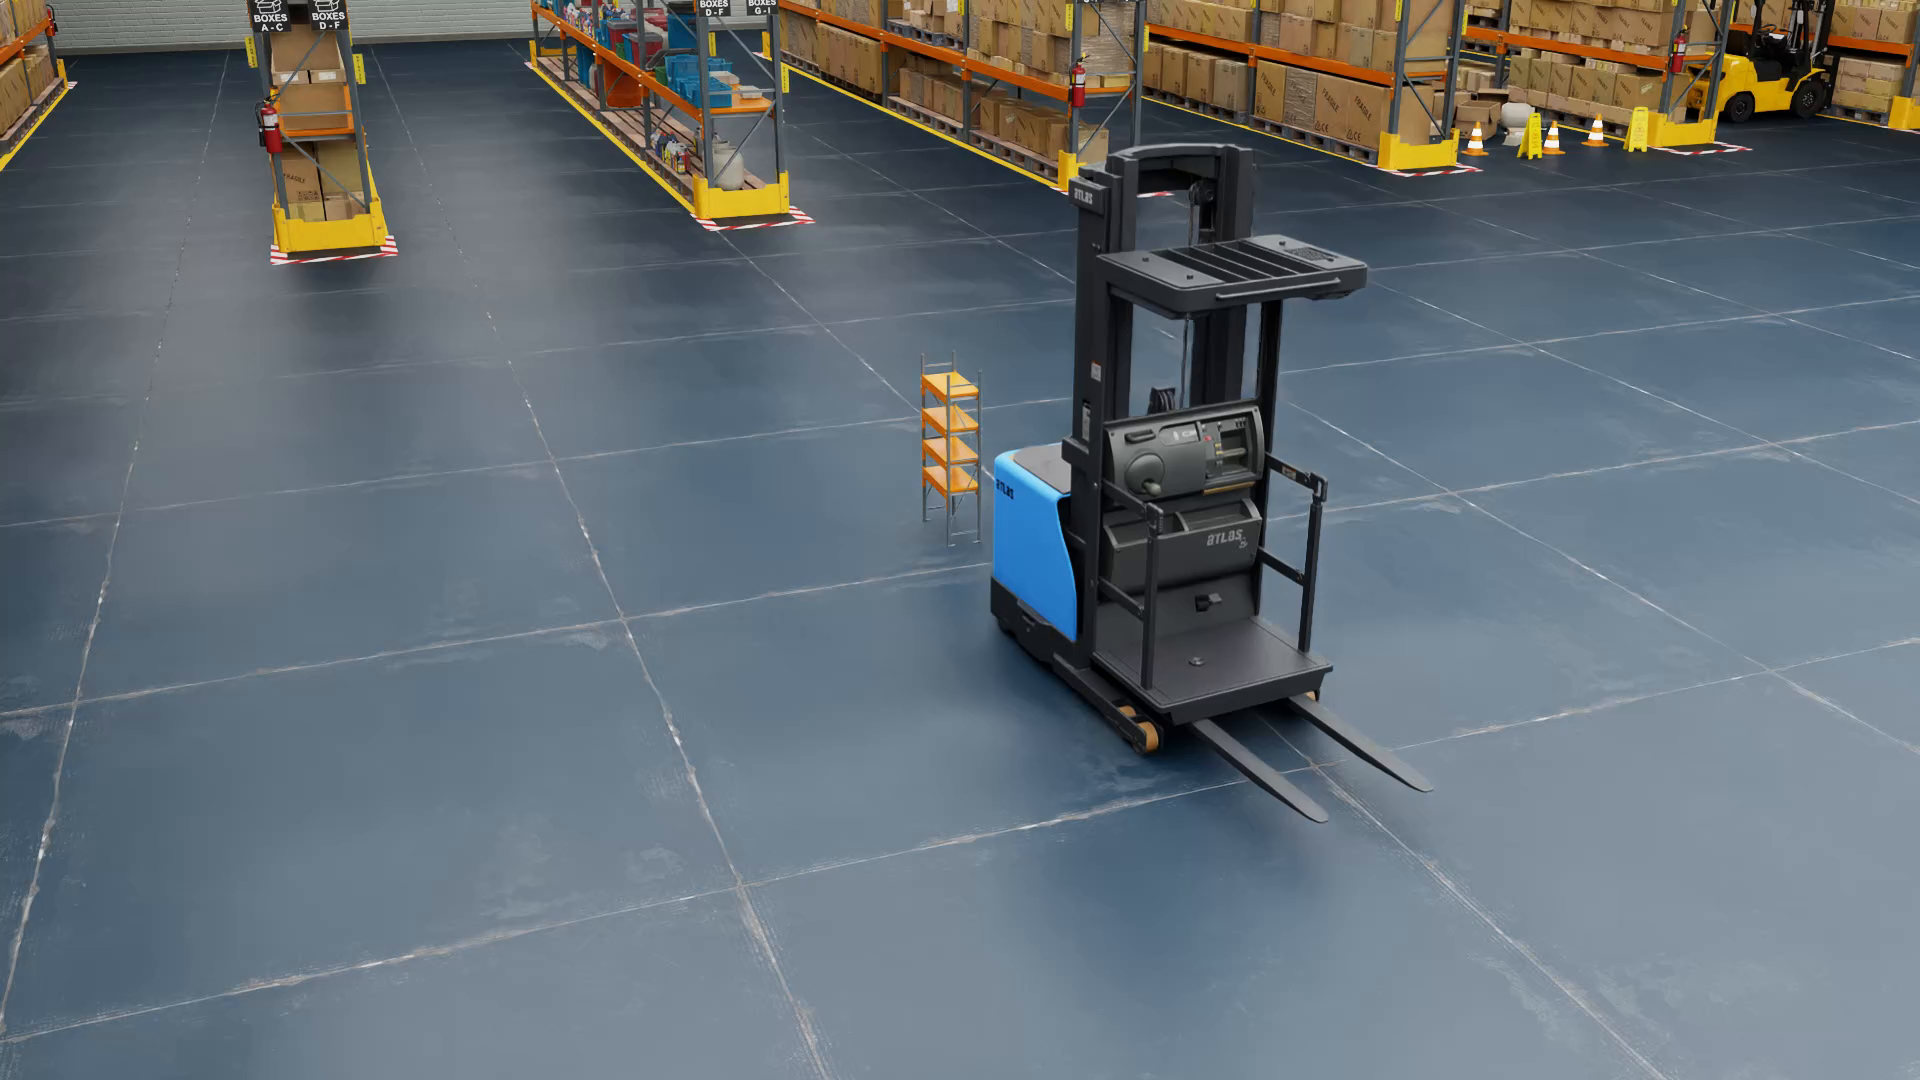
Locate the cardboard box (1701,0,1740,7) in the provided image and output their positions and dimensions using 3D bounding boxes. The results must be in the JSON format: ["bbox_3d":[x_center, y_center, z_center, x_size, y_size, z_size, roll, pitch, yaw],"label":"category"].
[{"bbox_3d":[14.035,-9.981,30.619,0.500,0.250,0.500,-9,24,-20],"label":"cardboard box"}]

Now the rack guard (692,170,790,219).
[{"bbox_3d":[-2.757,-4.371,20.977,1.175,0.500,0.348,-8,24,-19],"label":"rack guard"}]

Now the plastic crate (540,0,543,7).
[{"bbox_3d":[-8.094,-10.652,32.800,0.416,0.233,0.300,-8,24,-19],"label":"plastic crate"}]

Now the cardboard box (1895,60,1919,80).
[{"bbox_3d":[15.868,-7.811,27.632,0.500,0.250,0.500,-9,24,-20],"label":"cardboard box"}]

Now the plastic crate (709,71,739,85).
[{"bbox_3d":[-3.289,-6.278,22.623,0.530,0.136,0.437,-8,24,-19],"label":"plastic crate"}]

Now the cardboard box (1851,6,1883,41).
[{"bbox_3d":[15.266,-8.602,27.668,0.500,0.500,0.500,-8,24,-17],"label":"cardboard box"}]

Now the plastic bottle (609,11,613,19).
[{"bbox_3d":[-6.158,-9.231,29.454,0.097,0.271,0.097,0,23,0],"label":"plastic bottle"}]

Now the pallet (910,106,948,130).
[{"bbox_3d":[-0.177,-7.076,27.767,1.003,0.211,1.213,-8,24,-19],"label":"pallet"}]

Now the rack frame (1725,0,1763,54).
[{"bbox_3d":[14.447,-9.677,30.347,1.000,3.000,0.127,-8,24,-19],"label":"rack frame"}]

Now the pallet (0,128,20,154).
[{"bbox_3d":[-14.989,-6.061,25.358,1.003,0.211,1.213,-8,24,-19],"label":"pallet"}]

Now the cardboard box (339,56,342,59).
[{"bbox_3d":[-7.625,-5.715,19.984,0.380,0.149,0.250,-9,25,-21],"label":"cardboard box"}]

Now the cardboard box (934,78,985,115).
[{"bbox_3d":[-0.012,-7.291,27.337,0.700,0.500,0.500,-11,25,-24],"label":"cardboard box"}]

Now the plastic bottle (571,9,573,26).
[{"bbox_3d":[-6.882,-9.293,29.588,0.061,0.283,0.133,-8,24,-19],"label":"plastic bottle"}]

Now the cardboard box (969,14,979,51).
[{"bbox_3d":[0.635,-7.646,25.016,0.875,0.500,0.500,-8,24,-19],"label":"cardboard box"}]

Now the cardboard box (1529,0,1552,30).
[{"bbox_3d":[9.899,-8.800,27.755,0.500,0.500,0.500,-8,24,-19],"label":"cardboard box"}]

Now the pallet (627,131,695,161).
[{"bbox_3d":[-4.413,-5.950,25.095,1.003,0.211,1.213,-8,24,-19],"label":"pallet"}]

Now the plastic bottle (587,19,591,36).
[{"bbox_3d":[-6.229,-8.637,28.044,0.097,0.271,0.097,0,23,0],"label":"plastic bottle"}]

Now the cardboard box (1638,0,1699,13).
[{"bbox_3d":[10.833,-8.340,25.377,0.700,0.500,0.500,-9,24,-20],"label":"cardboard box"}]

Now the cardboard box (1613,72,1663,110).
[{"bbox_3d":[10.691,-7.068,26.192,0.500,0.500,0.500,-8,24,-19],"label":"cardboard box"}]

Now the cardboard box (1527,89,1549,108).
[{"bbox_3d":[9.960,-7.477,28.127,0.500,0.250,0.500,-7,24,-16],"label":"cardboard box"}]

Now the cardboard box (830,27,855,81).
[{"bbox_3d":[-1.731,-9.201,31.414,1.225,0.875,0.875,-9,25,-21],"label":"cardboard box"}]

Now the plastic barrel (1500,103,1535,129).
[{"bbox_3d":[9.072,-6.896,27.067,0.512,0.421,0.421,8,24,18],"label":"plastic barrel"}]

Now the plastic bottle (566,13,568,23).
[{"bbox_3d":[-7.090,-9.491,30.161,0.097,0.201,0.097,0,23,0],"label":"plastic bottle"}]

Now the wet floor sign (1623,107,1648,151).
[{"bbox_3d":[10.284,-6.240,25.224,0.267,0.644,0.232,0,23,-1],"label":"wet floor sign"}]

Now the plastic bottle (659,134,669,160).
[{"bbox_3d":[-4.136,-5.518,23.325,0.144,0.351,0.185,-9,25,-21],"label":"plastic bottle"}]

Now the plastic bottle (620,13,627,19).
[{"bbox_3d":[-5.853,-9.057,29.035,0.152,0.276,0.135,-8,24,-19],"label":"plastic bottle"}]

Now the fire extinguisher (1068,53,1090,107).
[{"bbox_3d":[1.556,-6.041,21.819,0.296,0.674,0.183,-8,24,-19],"label":"fire extinguisher"}]

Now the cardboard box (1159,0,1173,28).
[{"bbox_3d":[3.885,-9.393,29.546,0.500,0.500,0.500,-9,24,-19],"label":"cardboard box"}]

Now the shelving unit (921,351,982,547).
[{"bbox_3d":[-0.058,-0.613,11.160,0.258,1.200,0.503,-8,24,-19],"label":"shelving unit"}]

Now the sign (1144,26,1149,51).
[{"bbox_3d":[2.455,-6.655,22.062,0.100,0.325,0.005,-8,24,-19],"label":"sign"}]

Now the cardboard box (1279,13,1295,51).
[{"bbox_3d":[5.567,-8.018,26.219,0.875,0.550,0.550,-8,24,-19],"label":"cardboard box"}]

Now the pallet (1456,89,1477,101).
[{"bbox_3d":[9.529,-7.992,29.940,1.003,0.211,1.213,-8,24,-19],"label":"pallet"}]

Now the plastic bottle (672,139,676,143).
[{"bbox_3d":[-4.038,-5.514,23.417,0.097,0.271,0.097,0,23,0],"label":"plastic bottle"}]

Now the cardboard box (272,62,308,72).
[{"bbox_3d":[-7.906,-5.560,19.617,0.380,0.149,0.250,-8,24,-18],"label":"cardboard box"}]

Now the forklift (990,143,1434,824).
[{"bbox_3d":[1.282,-0.436,8.511,1.130,2.935,3.031,-11,25,-24],"label":"forklift"}]

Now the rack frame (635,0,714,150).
[{"bbox_3d":[-4.100,-6.955,23.889,1.000,3.000,0.127,-8,24,-19],"label":"rack frame"}]

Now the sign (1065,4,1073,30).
[{"bbox_3d":[1.421,-6.791,21.603,0.100,0.325,0.005,-8,24,-19],"label":"sign"}]

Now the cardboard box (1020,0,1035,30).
[{"bbox_3d":[1.165,-7.354,23.037,0.500,0.500,0.500,-8,24,-19],"label":"cardboard box"}]

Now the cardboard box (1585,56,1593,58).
[{"bbox_3d":[13.242,-10.001,33.632,0.875,0.625,0.625,-8,24,-17],"label":"cardboard box"}]

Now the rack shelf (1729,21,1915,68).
[{"bbox_3d":[15.154,-8.618,28.762,1.077,0.370,4.000,-8,24,-19],"label":"rack shelf"}]

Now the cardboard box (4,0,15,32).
[{"bbox_3d":[-15.795,-8.562,27.164,0.500,0.500,0.500,-9,24,-20],"label":"cardboard box"}]

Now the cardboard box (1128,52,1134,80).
[{"bbox_3d":[3.320,-8.977,31.363,0.500,0.500,0.500,-8,24,-19],"label":"cardboard box"}]

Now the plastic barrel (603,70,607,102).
[{"bbox_3d":[-5.985,-7.824,28.613,0.421,0.512,0.421,0,23,0],"label":"plastic barrel"}]

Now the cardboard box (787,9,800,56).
[{"bbox_3d":[-3.083,-10.657,34.867,0.875,0.875,0.875,-8,24,-19],"label":"cardboard box"}]

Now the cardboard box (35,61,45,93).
[{"bbox_3d":[-16.716,-8.200,29.520,0.700,0.500,0.500,-8,24,-18],"label":"cardboard box"}]

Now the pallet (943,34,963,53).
[{"bbox_3d":[0.400,-7.844,26.245,1.003,0.211,1.213,-8,24,-19],"label":"pallet"}]

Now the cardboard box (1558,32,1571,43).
[{"bbox_3d":[10.059,-8.254,27.294,0.380,0.149,0.250,-8,24,-19],"label":"cardboard box"}]

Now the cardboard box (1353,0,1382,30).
[{"bbox_3d":[6.248,-7.719,24.118,0.875,0.550,0.550,-8,24,-19],"label":"cardboard box"}]

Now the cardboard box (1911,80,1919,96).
[{"bbox_3d":[15.889,-7.579,27.727,0.500,0.250,0.500,-8,24,-18],"label":"cardboard box"}]

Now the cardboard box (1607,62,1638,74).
[{"bbox_3d":[10.499,-7.491,26.360,0.380,0.149,0.250,-8,24,-17],"label":"cardboard box"}]

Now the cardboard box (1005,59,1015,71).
[{"bbox_3d":[0.871,-6.856,23.978,0.380,0.149,0.250,-8,24,-19],"label":"cardboard box"}]
